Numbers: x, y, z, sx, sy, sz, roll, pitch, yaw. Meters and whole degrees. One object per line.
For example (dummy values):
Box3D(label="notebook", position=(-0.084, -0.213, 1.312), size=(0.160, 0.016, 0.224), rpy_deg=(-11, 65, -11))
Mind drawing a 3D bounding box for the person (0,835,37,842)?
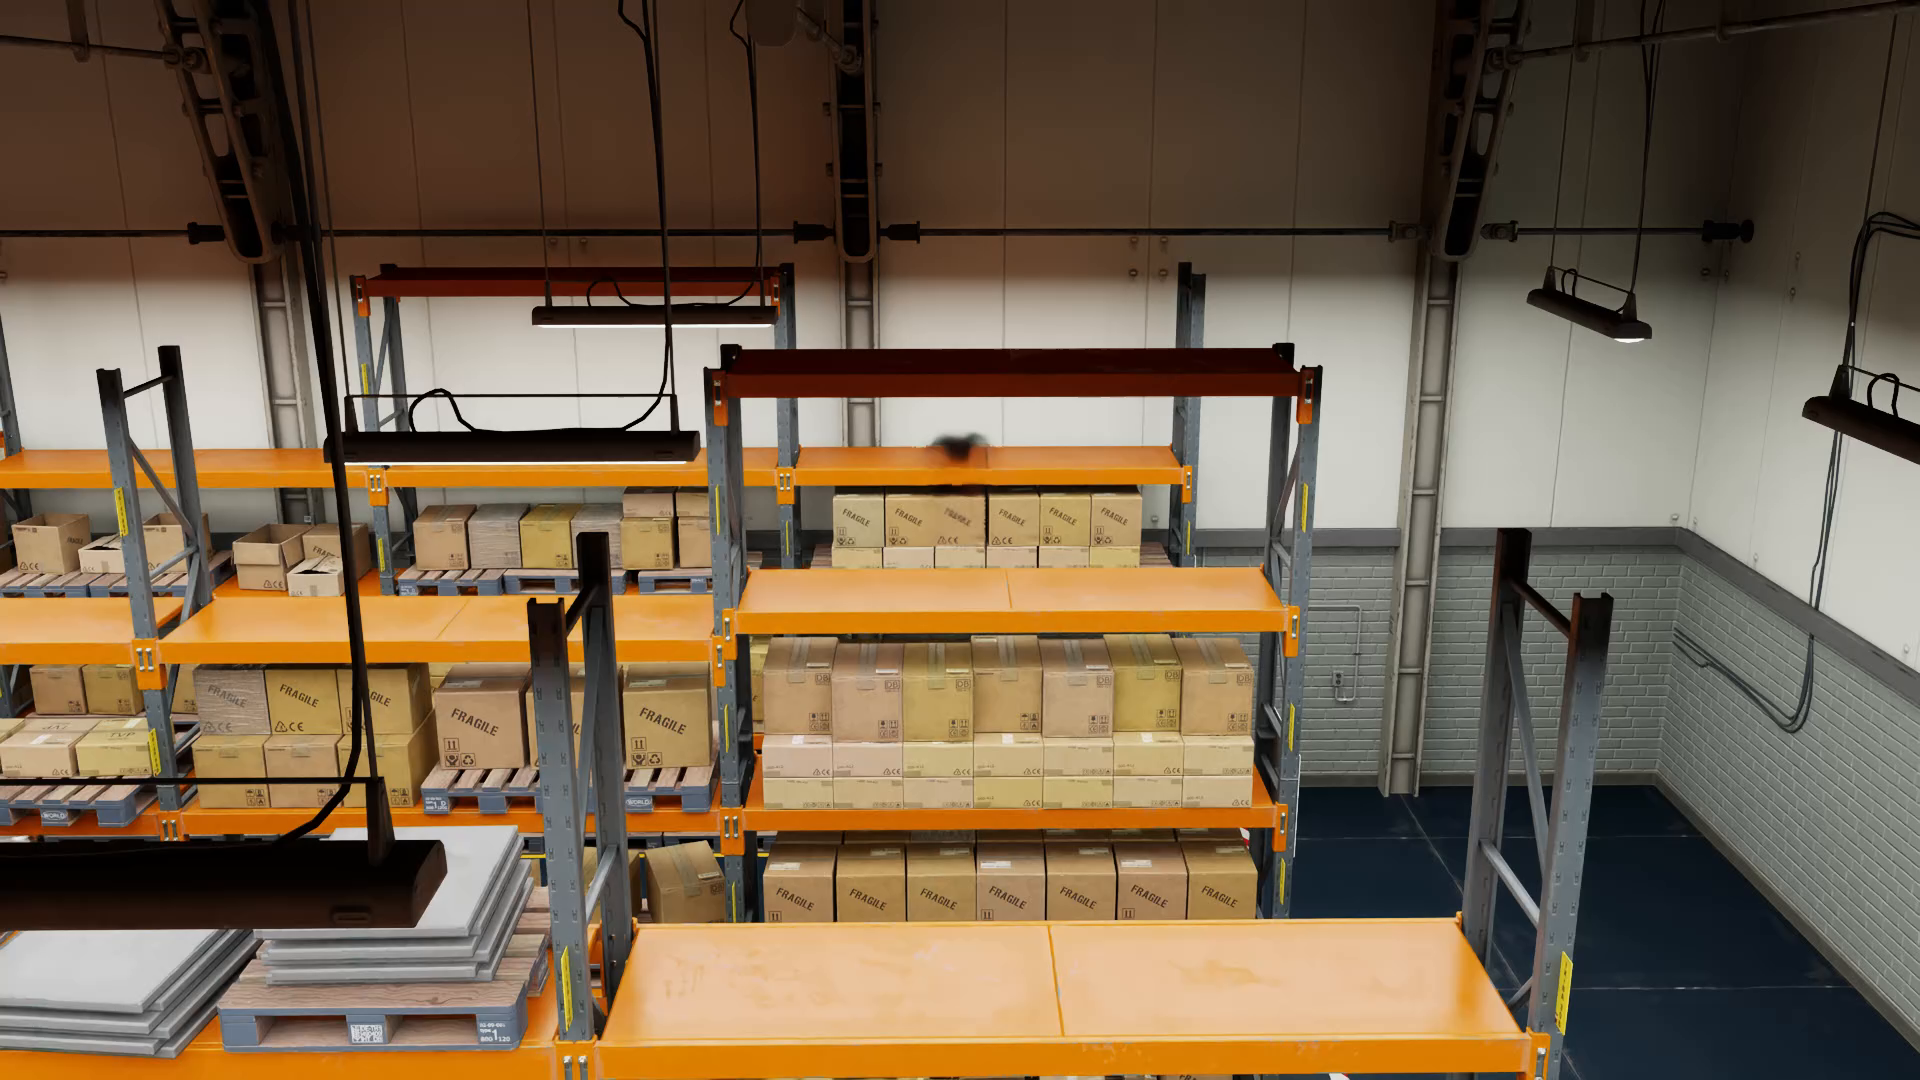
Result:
Box3D(label="person", position=(-8.879, 2.954, 15.515), size=(0.546, 1.704, 0.400), rpy_deg=(-4, 17, -13))
